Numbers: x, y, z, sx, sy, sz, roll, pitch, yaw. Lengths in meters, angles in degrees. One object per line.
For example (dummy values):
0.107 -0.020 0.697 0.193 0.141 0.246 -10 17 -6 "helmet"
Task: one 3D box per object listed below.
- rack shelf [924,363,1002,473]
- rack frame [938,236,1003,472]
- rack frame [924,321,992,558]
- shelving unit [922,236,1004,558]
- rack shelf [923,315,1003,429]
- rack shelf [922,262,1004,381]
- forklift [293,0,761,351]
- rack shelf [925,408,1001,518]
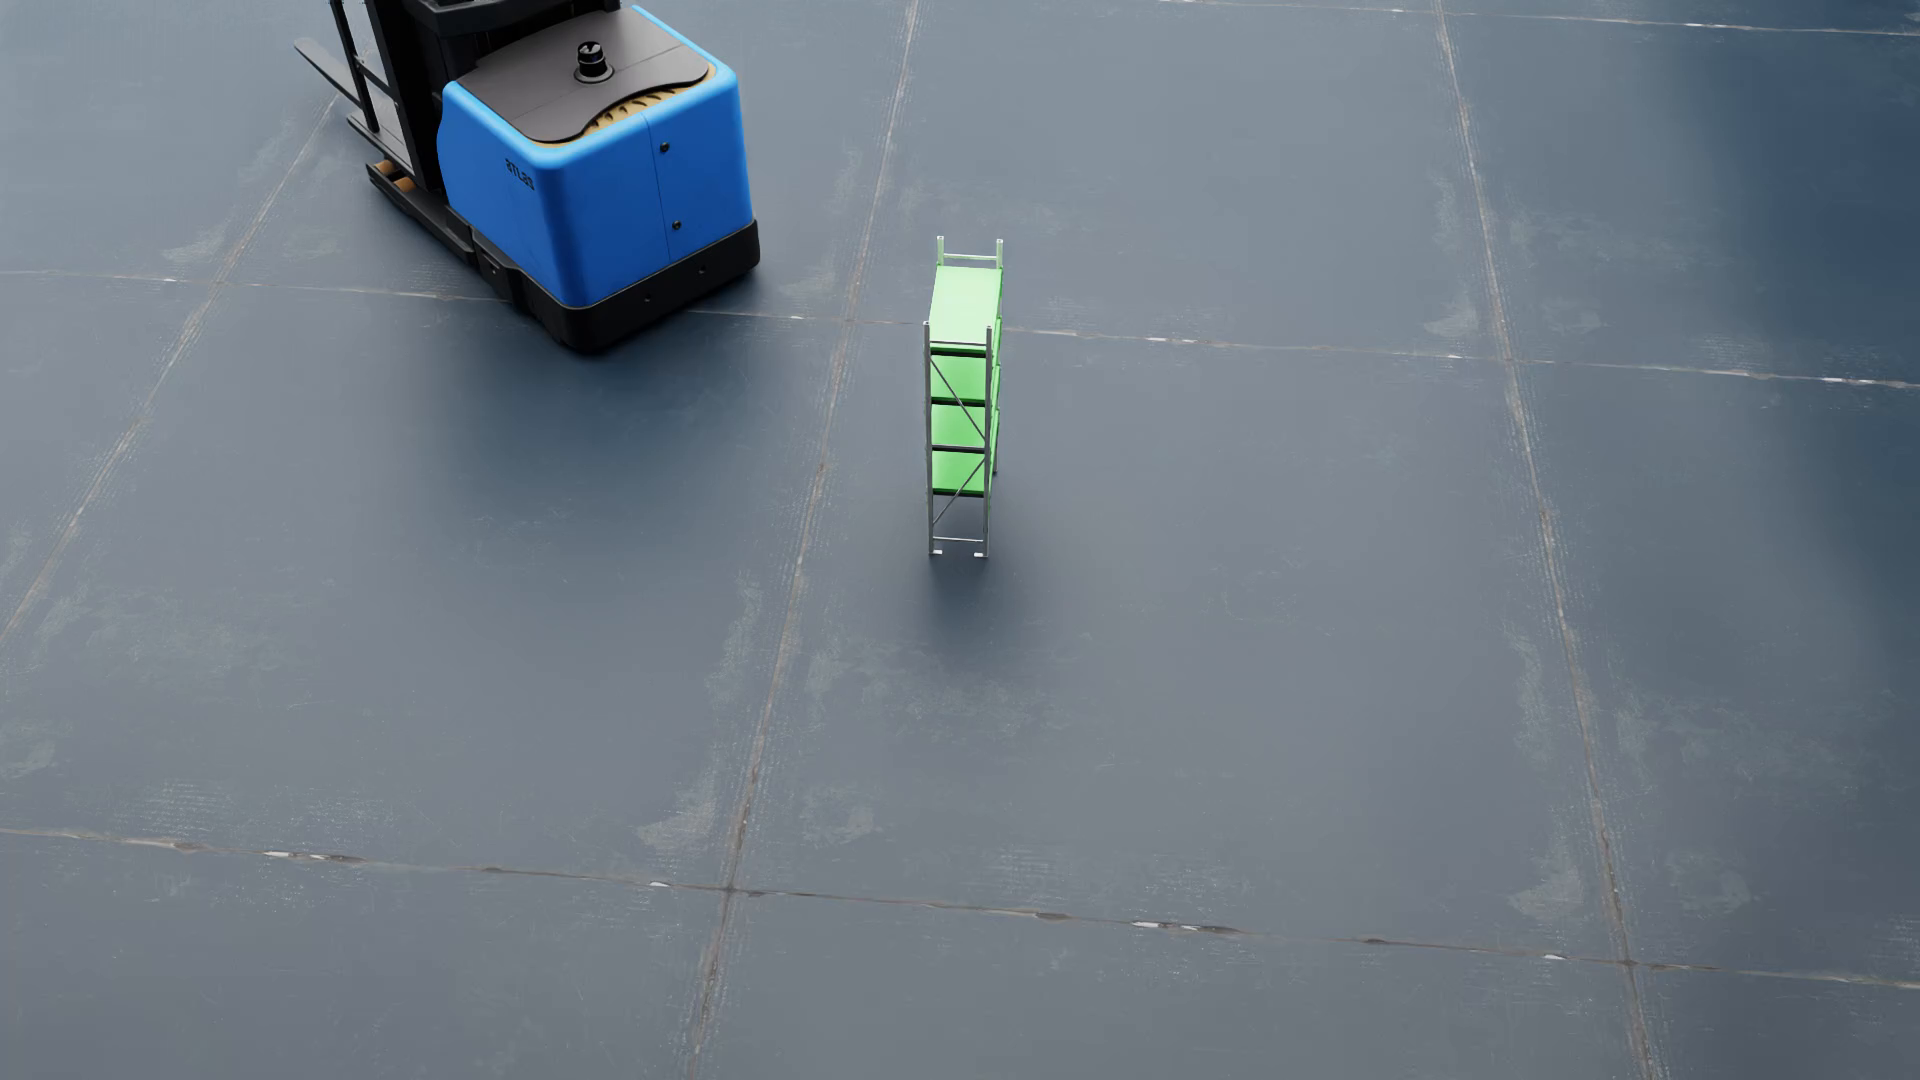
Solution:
0.015 -0.483 6.466 0.258 0.148 0.480 4 48 4 "rack shelf"
0.037 -0.706 6.583 0.240 1.200 0.015 4 48 4 "rack frame"
-0.007 -0.347 6.255 0.240 1.200 0.015 4 48 4 "rack frame"
0.015 -0.527 6.419 0.258 1.200 0.503 4 48 4 "shelving unit"
0.015 -0.645 6.289 0.258 0.148 0.480 4 48 4 "rack shelf"
0.015 -0.807 6.111 0.258 0.148 0.480 4 48 4 "rack shelf"
-2.303 -2.840 7.361 1.130 2.935 3.031 -34 56 -27 "forklift"
0.015 -0.321 6.643 0.258 0.148 0.480 4 48 4 "rack shelf"
